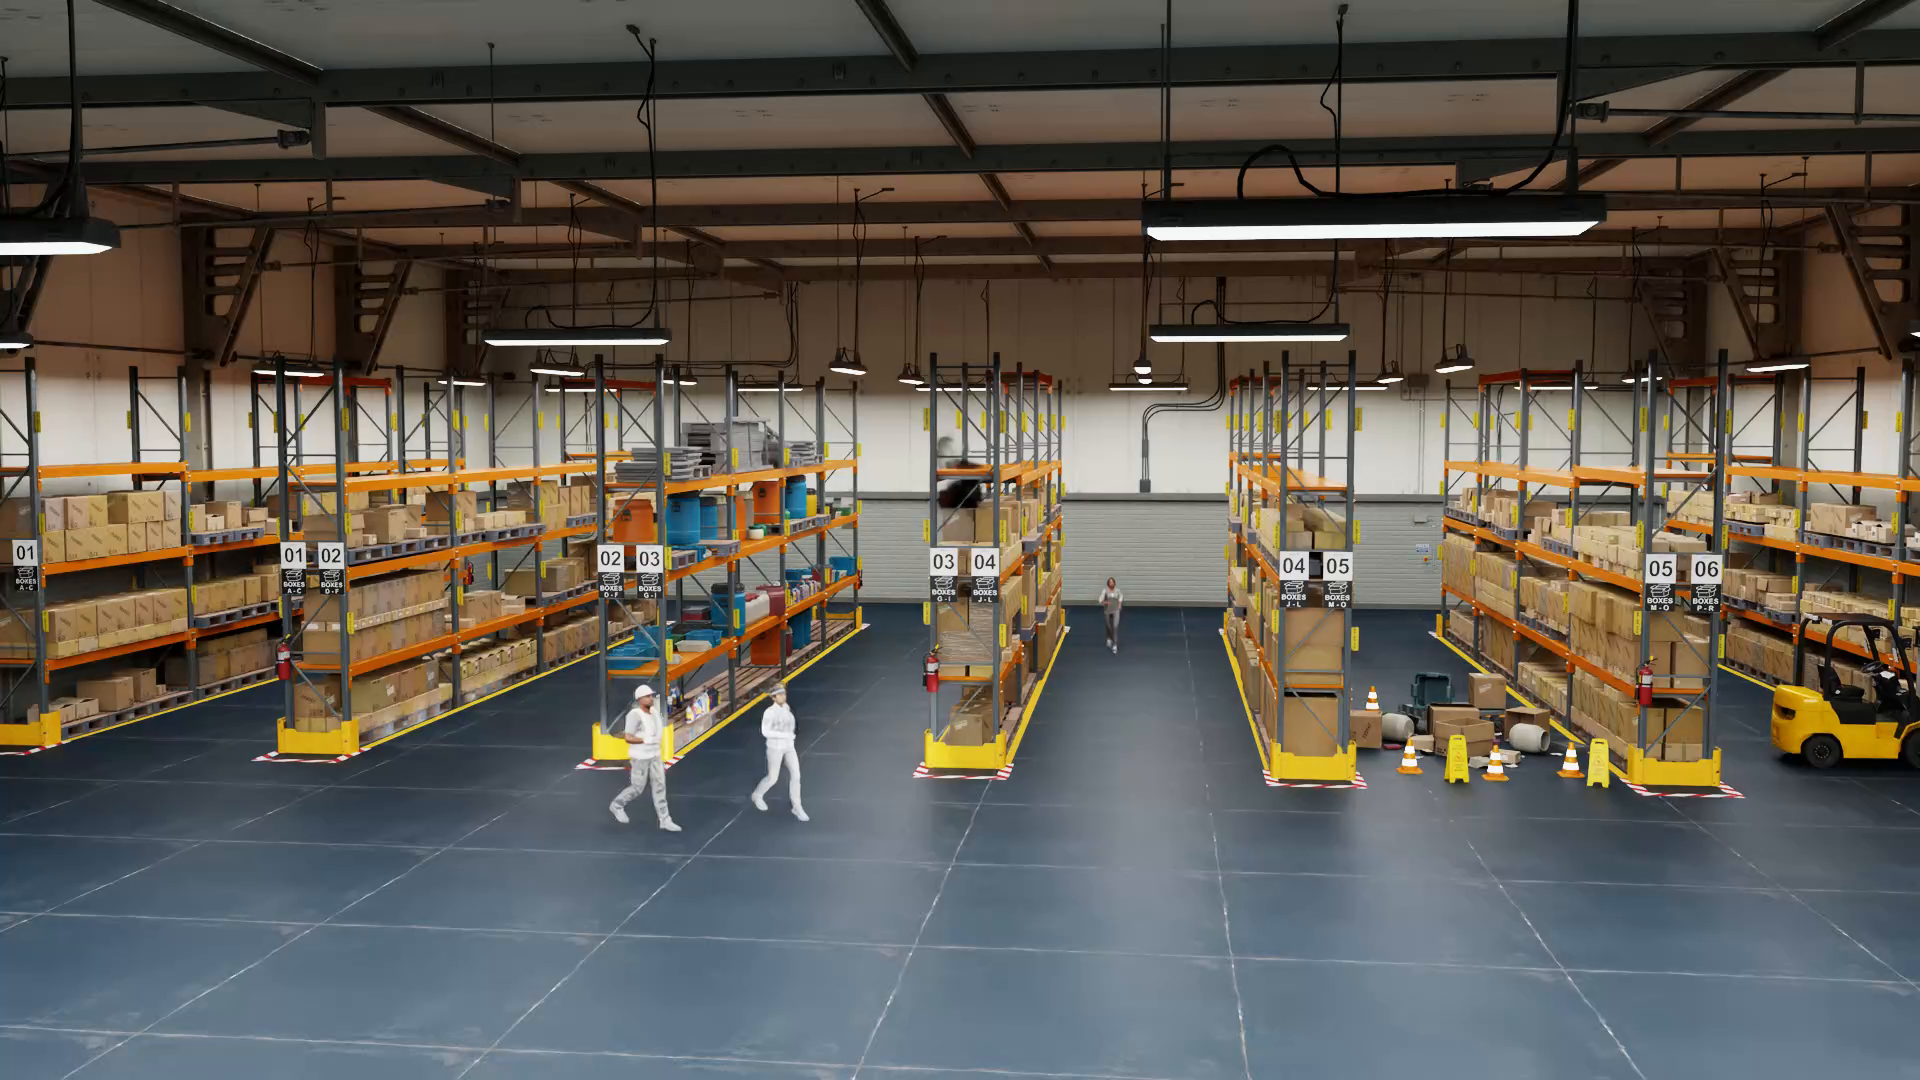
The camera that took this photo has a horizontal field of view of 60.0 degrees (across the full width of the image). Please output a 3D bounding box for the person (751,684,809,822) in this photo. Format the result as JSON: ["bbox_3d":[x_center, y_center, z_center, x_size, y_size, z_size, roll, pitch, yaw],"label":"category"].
[{"bbox_3d":[-2.288,2.667,21.078,0.892,1.721,0.622,3,5,40],"label":"person"}]

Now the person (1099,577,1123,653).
[{"bbox_3d":[3.298,1.613,36.349,0.537,1.599,0.852,0,4,2],"label":"person"}]

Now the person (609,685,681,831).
[{"bbox_3d":[-3.840,2.645,20.269,1.013,1.765,0.676,2,5,27],"label":"person"}]
